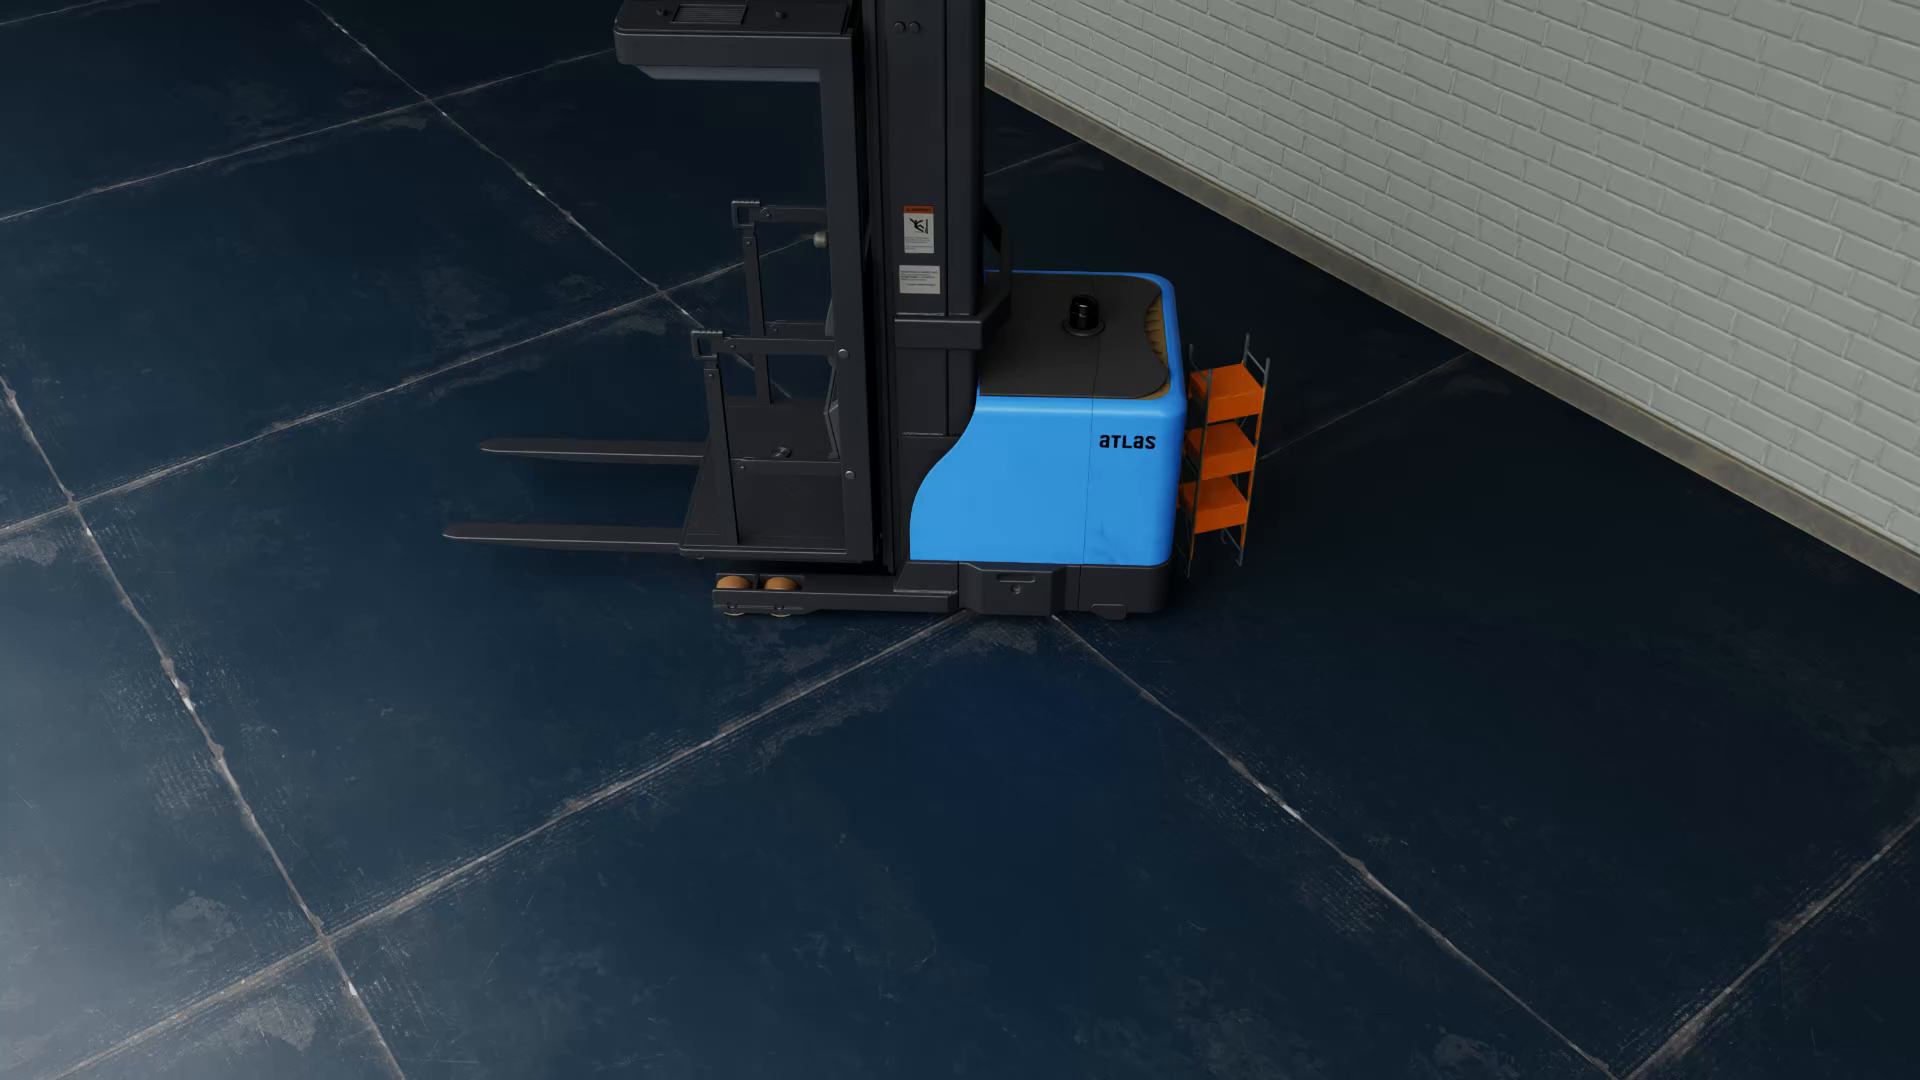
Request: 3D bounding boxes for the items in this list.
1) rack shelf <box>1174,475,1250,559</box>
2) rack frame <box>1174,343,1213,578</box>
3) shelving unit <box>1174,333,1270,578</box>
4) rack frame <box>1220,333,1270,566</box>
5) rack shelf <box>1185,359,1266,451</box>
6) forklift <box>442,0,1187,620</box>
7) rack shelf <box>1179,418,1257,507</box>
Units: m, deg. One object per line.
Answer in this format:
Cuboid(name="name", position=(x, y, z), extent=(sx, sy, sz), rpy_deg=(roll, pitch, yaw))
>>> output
Cuboid(name="rack shelf", position=(1.054, -0.107, 7.007), extent=(0.240, 0.259, 0.215), rpy_deg=(-12, 41, -14))
Cuboid(name="rack frame", position=(0.937, -0.306, 6.795), extent=(0.008, 1.050, 0.200), rpy_deg=(-12, 41, -14))
Cuboid(name="shelving unit", position=(1.054, -0.330, 6.824), extent=(0.252, 1.050, 0.215), rpy_deg=(-12, 41, -14))
Cuboid(name="rack frame", position=(1.170, -0.353, 6.853), extent=(0.008, 1.050, 0.200), rpy_deg=(-12, 41, -14))
Cuboid(name="rack shelf", position=(1.054, -0.541, 6.651), extent=(0.240, 0.259, 0.215), rpy_deg=(-12, 41, -14))
Cuboid(name="forklift", position=(-0.630, -1.150, 6.341), extent=(3.031, 2.935, 1.130), rpy_deg=(2, 39, 2))
Cuboid(name="rack shelf", position=(1.054, -0.322, 6.831), extent=(0.240, 0.259, 0.215), rpy_deg=(-12, 41, -14))
